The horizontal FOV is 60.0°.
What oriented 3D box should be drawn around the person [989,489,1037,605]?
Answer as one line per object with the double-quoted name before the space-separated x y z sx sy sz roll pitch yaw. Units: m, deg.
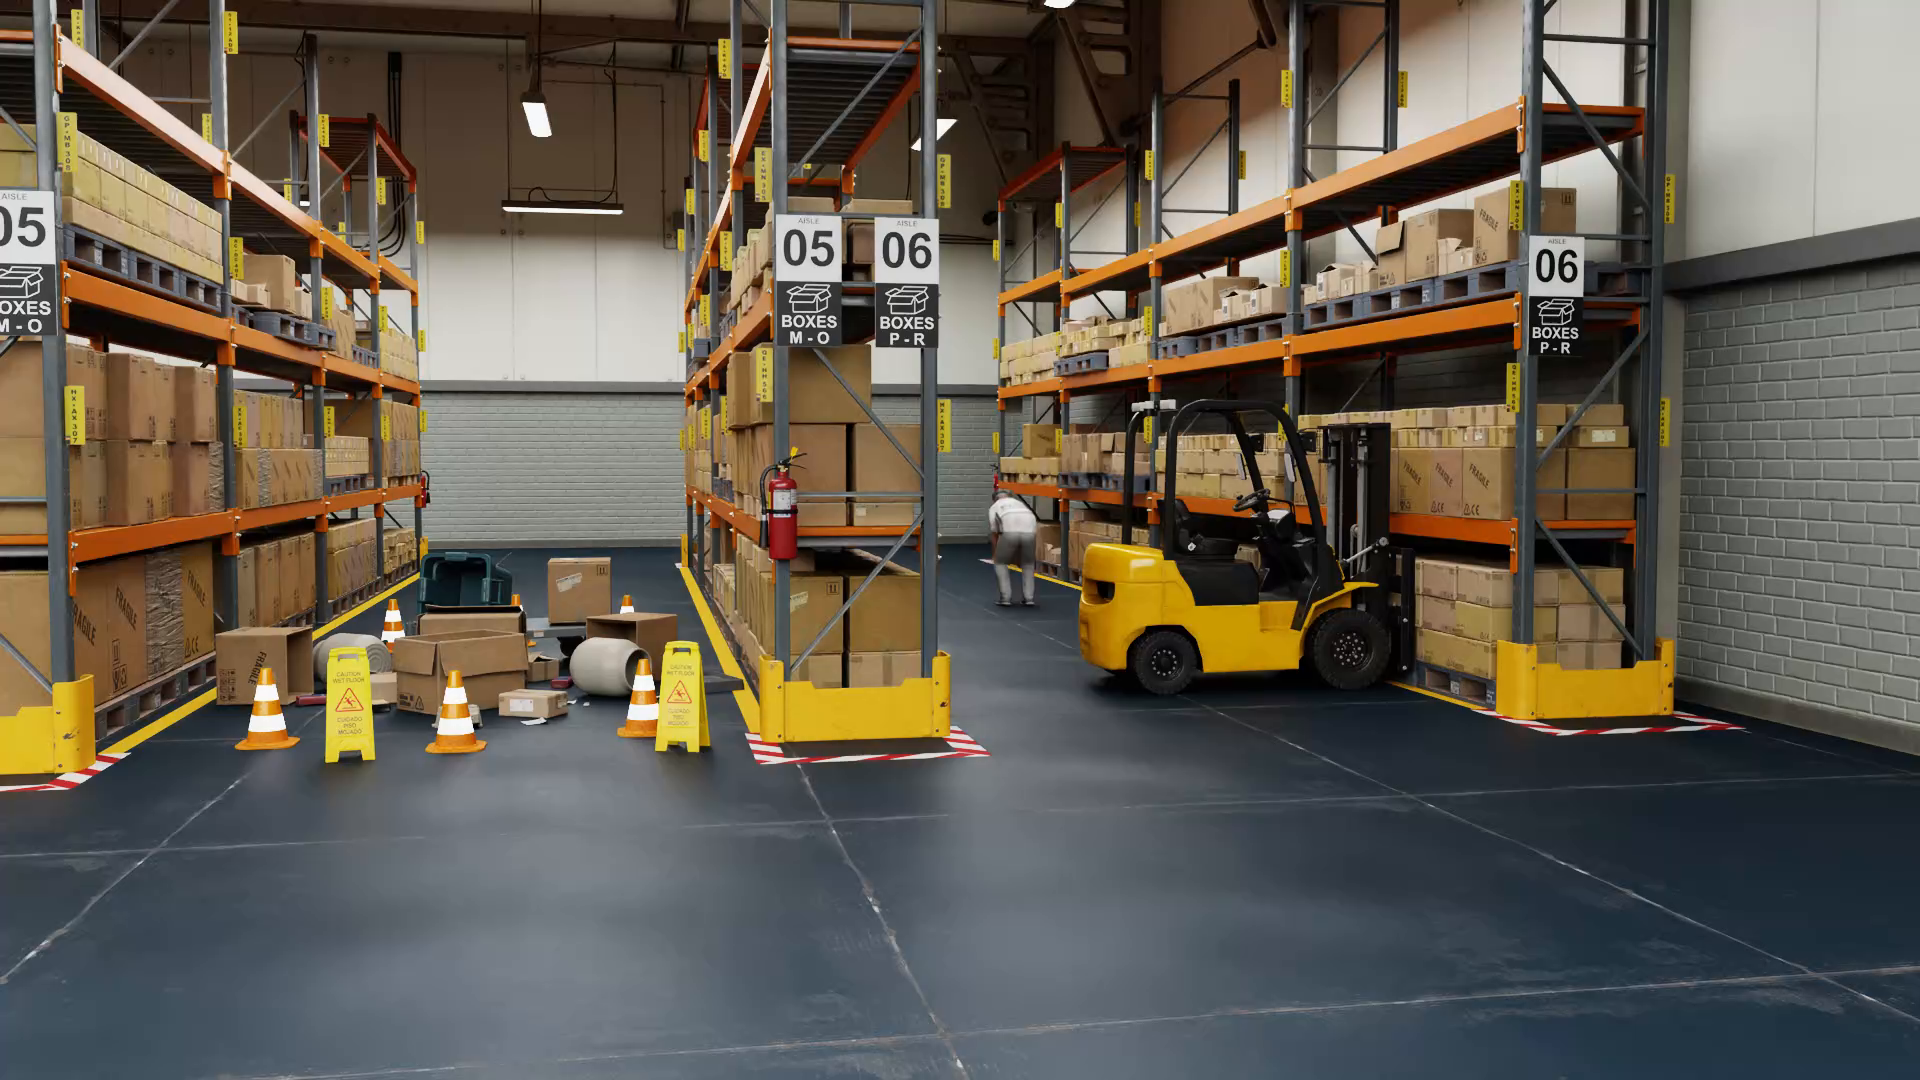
"person" 0.601 0.081 19.477 0.494 1.341 0.987 -1 3 -13
